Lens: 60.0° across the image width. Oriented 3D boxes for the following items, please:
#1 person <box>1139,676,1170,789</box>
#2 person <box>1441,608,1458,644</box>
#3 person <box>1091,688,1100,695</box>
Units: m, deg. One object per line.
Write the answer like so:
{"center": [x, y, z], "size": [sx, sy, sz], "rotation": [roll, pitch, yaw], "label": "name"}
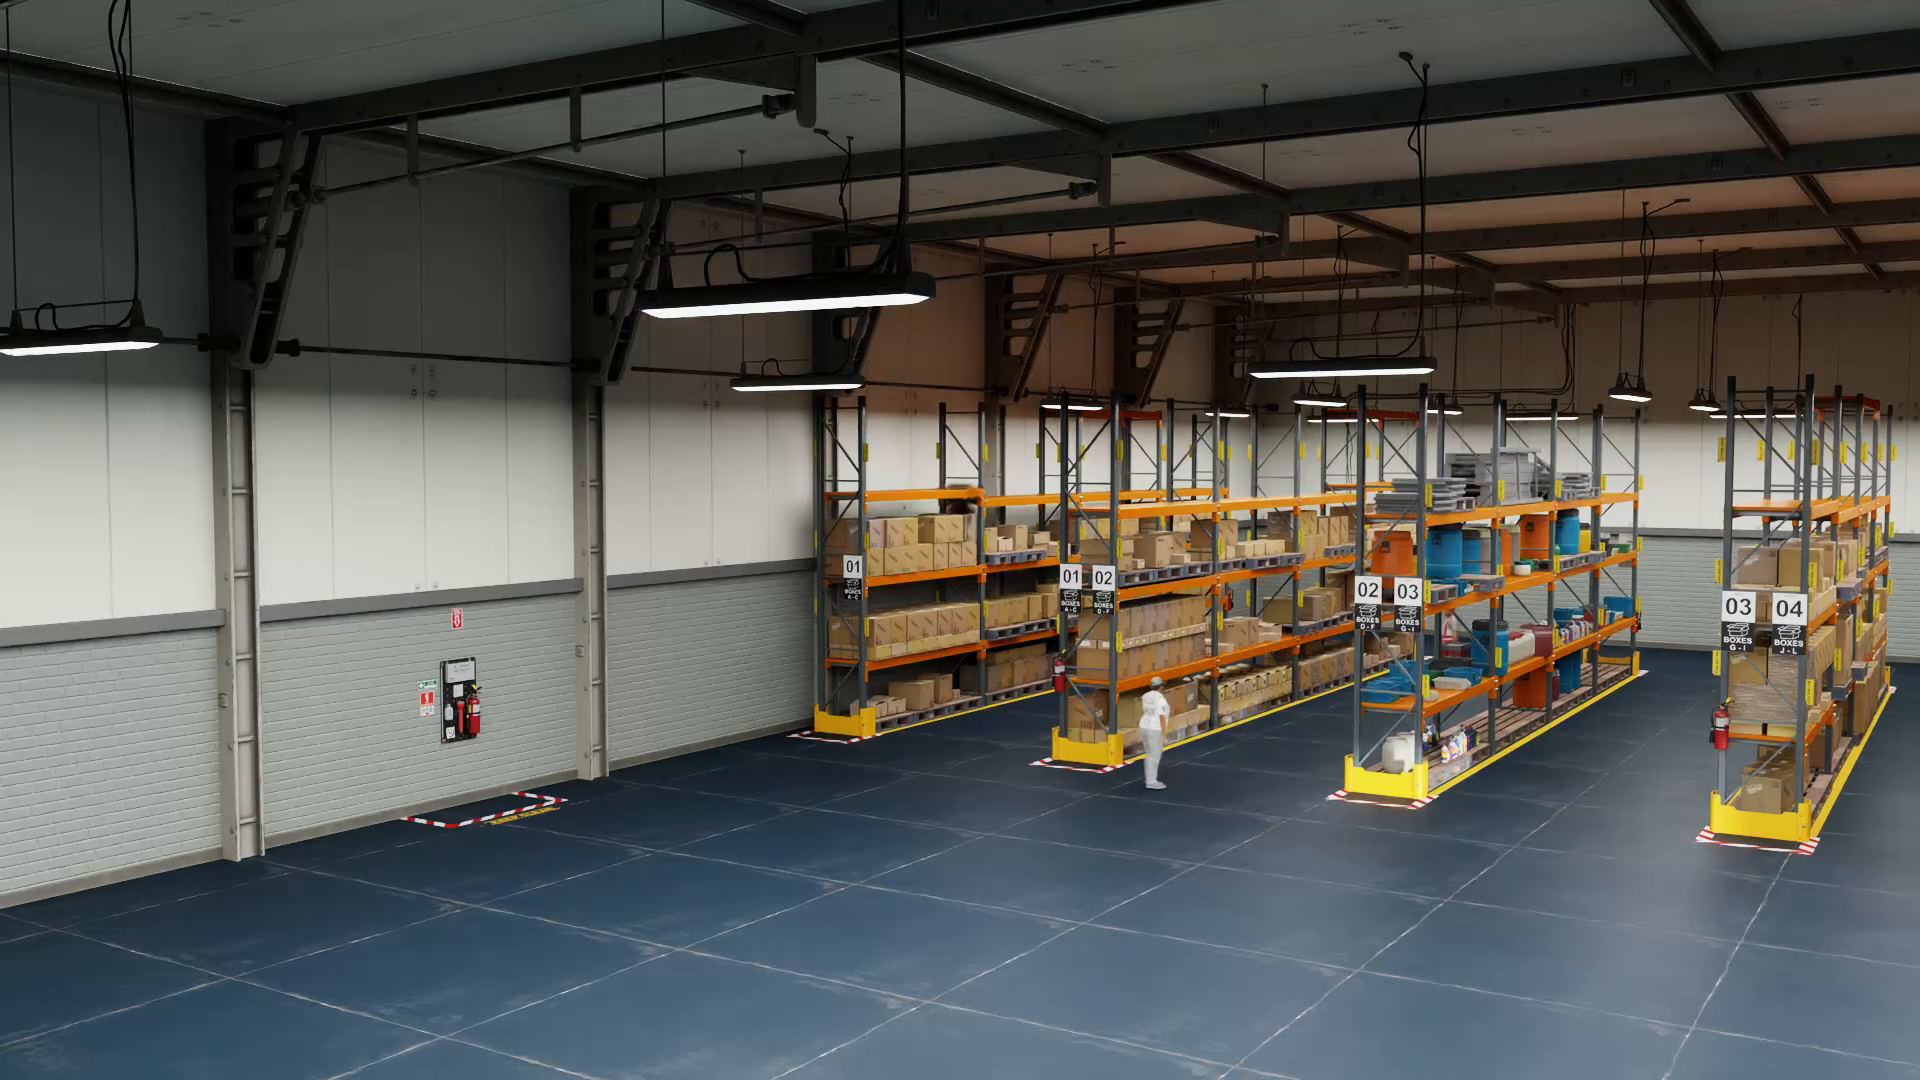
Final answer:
{"center": [2.927, 2.874, 24.812], "size": [0.454, 1.680, 0.500], "rotation": [-1, 3, -26], "label": "person"}
{"center": [10.343, 2.241, 35.523], "size": [0.624, 1.781, 0.564], "rotation": [1, 3, 16], "label": "person"}
{"center": [2.723, 2.389, 33.541], "size": [0.629, 1.713, 1.006], "rotation": [1, 3, 25], "label": "person"}
